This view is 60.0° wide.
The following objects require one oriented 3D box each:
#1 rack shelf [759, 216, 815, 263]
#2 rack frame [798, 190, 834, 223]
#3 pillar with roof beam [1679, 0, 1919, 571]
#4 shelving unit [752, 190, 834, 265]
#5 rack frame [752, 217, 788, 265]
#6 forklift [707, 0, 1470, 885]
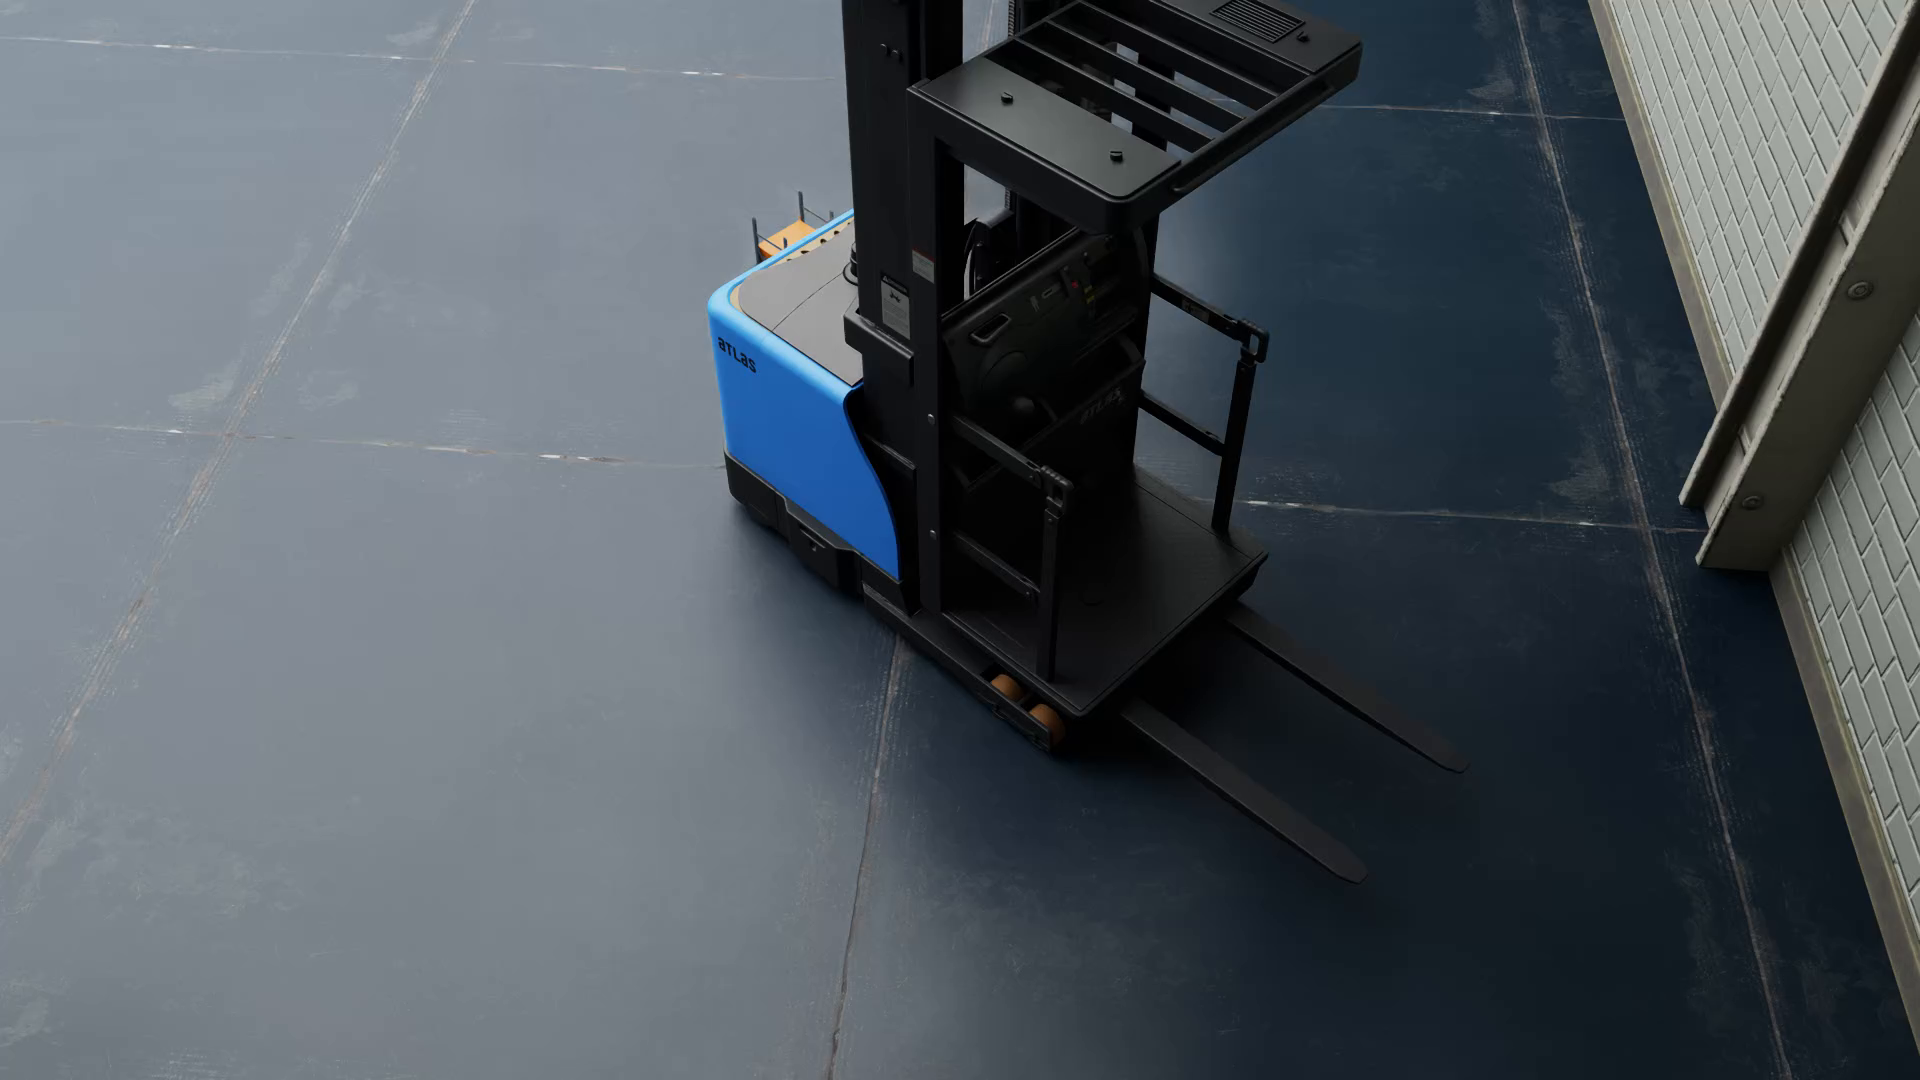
[{"bbox_3d":[-0.657,-1.108,6.707,0.215,0.259,0.240,36,57,28],"label":"rack shelf"},{"bbox_3d":[-0.572,-0.988,6.968,0.200,1.050,0.008,36,57,28],"label":"rack frame"},{"bbox_3d":[-1.151,-3.356,3.747,9.100,9.000,0.400,4,48,4],"label":"pillar with roof beam"},{"bbox_3d":[-0.657,-0.923,6.909,0.215,1.050,0.252,36,57,28],"label":"shelving unit"},{"bbox_3d":[-0.742,-0.859,6.850,0.200,1.050,0.008,36,57,28],"label":"rack frame"},{"bbox_3d":[0.452,-0.665,5.398,3.031,2.935,1.130,36,57,28],"label":"forklift"}]
